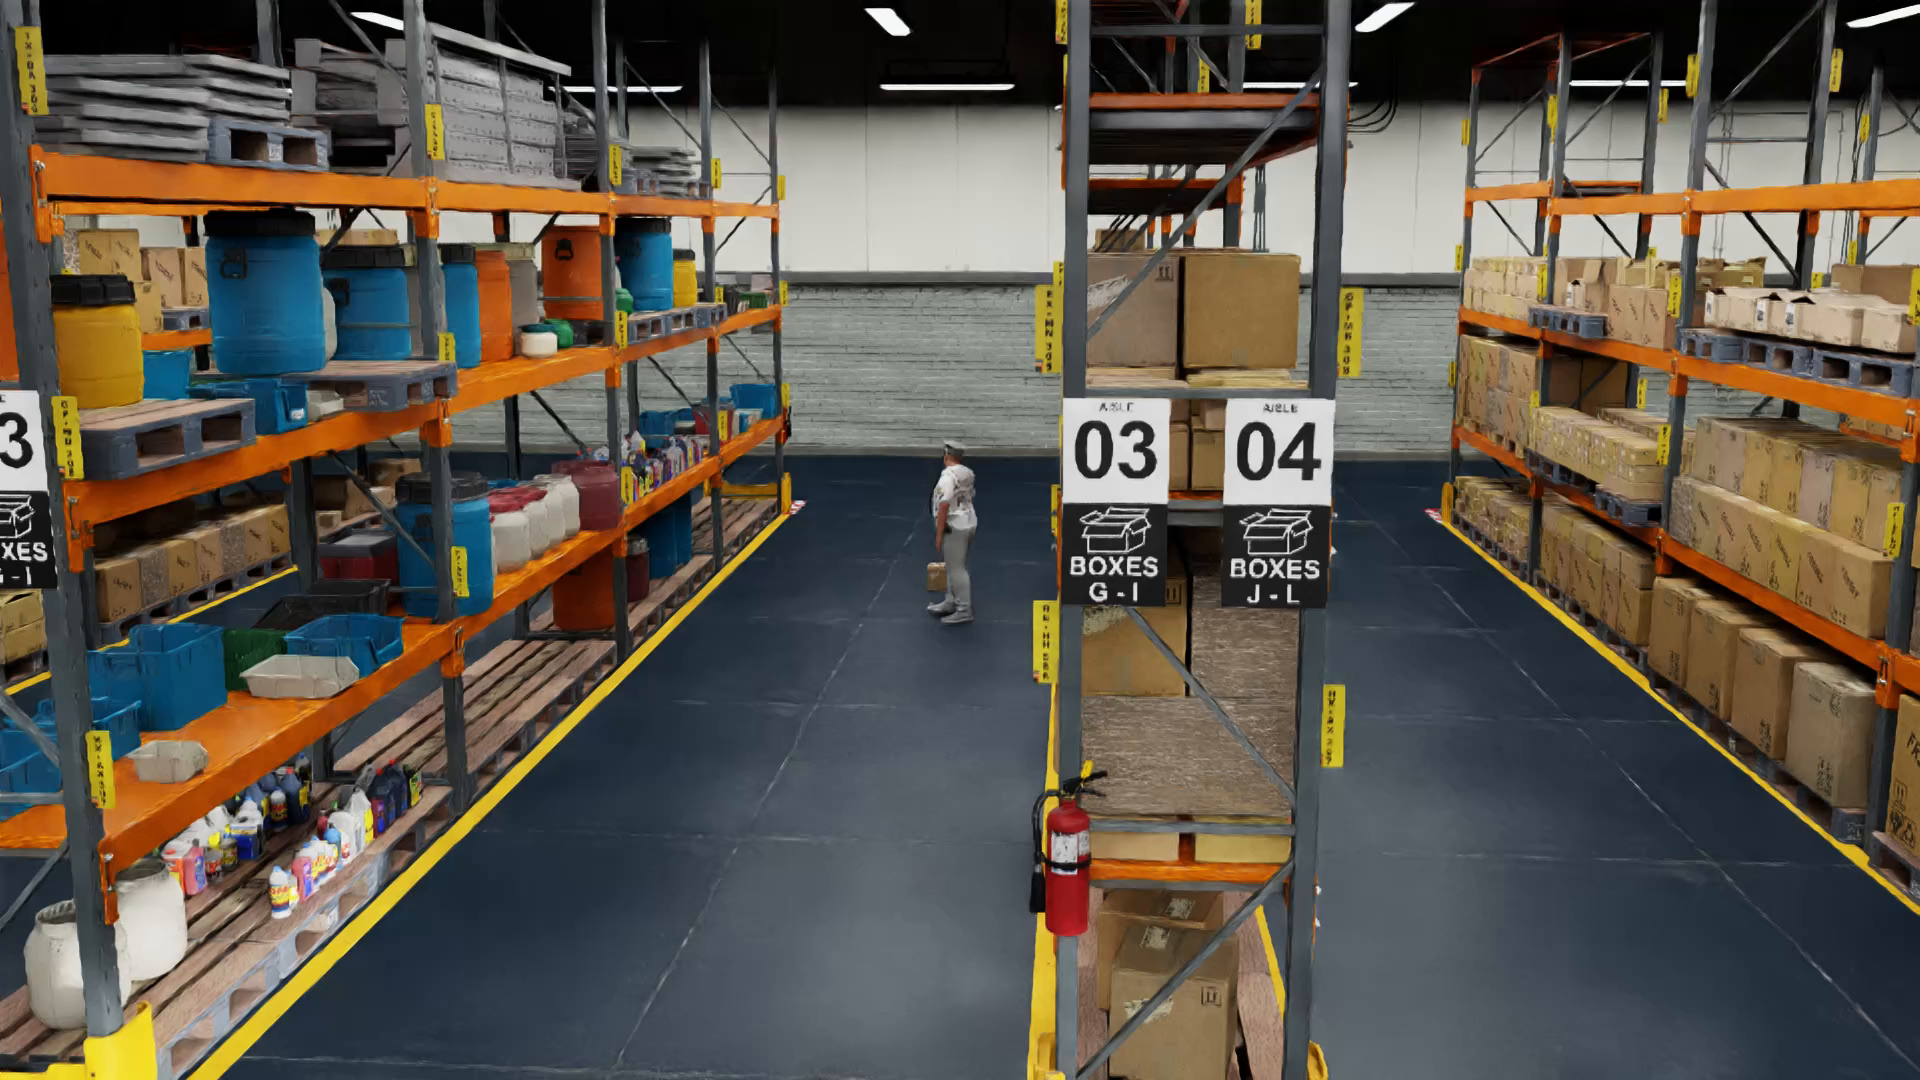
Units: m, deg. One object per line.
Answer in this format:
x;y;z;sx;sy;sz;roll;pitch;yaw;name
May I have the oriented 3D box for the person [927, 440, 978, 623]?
-0.093;-0.107;16.340;0.587;1.753;0.653;4;12;23;person
